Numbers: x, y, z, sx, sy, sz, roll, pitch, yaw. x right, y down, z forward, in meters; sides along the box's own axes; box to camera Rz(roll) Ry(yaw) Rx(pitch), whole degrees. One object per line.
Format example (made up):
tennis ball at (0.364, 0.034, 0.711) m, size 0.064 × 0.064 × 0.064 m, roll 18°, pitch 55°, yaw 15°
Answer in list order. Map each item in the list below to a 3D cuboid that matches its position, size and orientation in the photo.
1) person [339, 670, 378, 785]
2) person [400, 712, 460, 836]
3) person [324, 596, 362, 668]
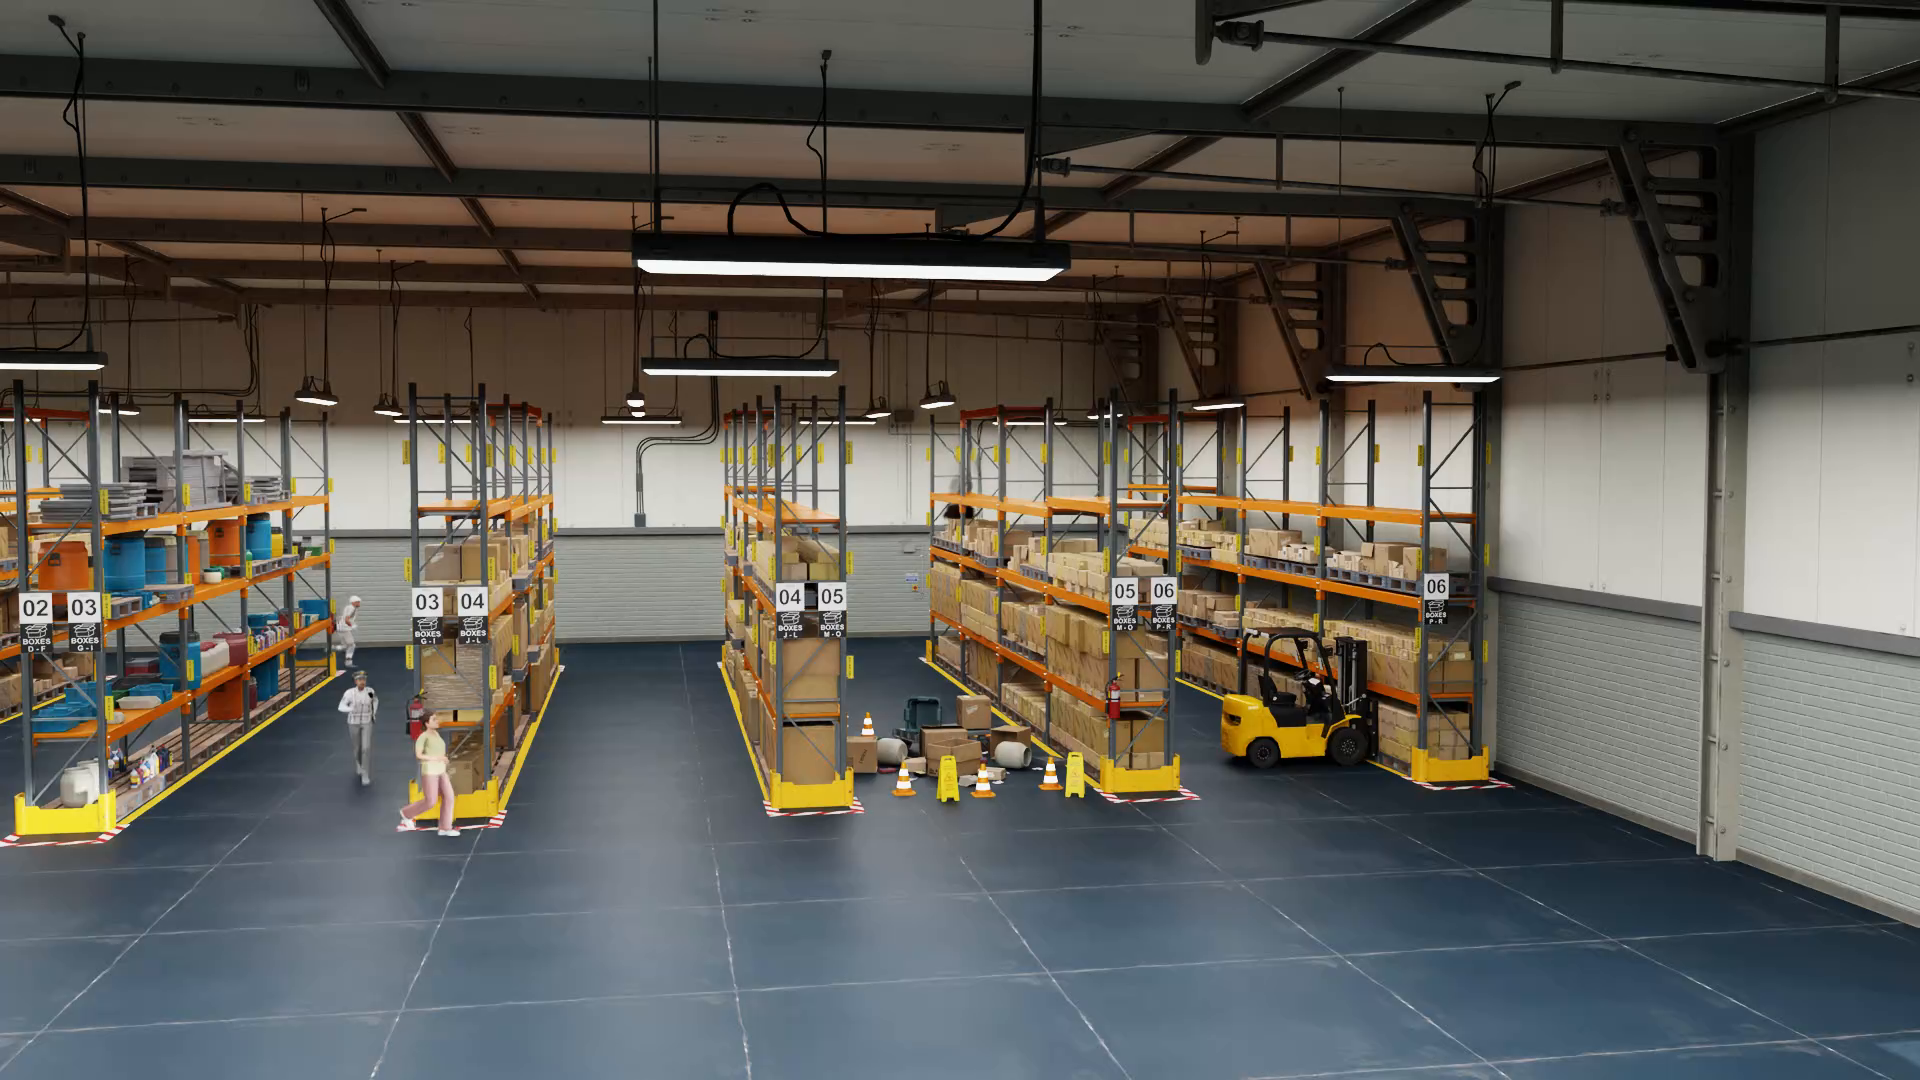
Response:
person at (-9.250, 2.859, 25.598) m, size 0.588 × 1.732 × 0.848 m, roll -1°, pitch 3°, yaw -22°
person at (-6.964, 3.072, 21.876) m, size 0.822 × 1.641 × 0.587 m, roll 1°, pitch 3°, yaw 15°
person at (-14.553, 2.181, 39.226) m, size 0.878 × 1.717 × 0.656 m, roll -1°, pitch 3°, yaw -20°
